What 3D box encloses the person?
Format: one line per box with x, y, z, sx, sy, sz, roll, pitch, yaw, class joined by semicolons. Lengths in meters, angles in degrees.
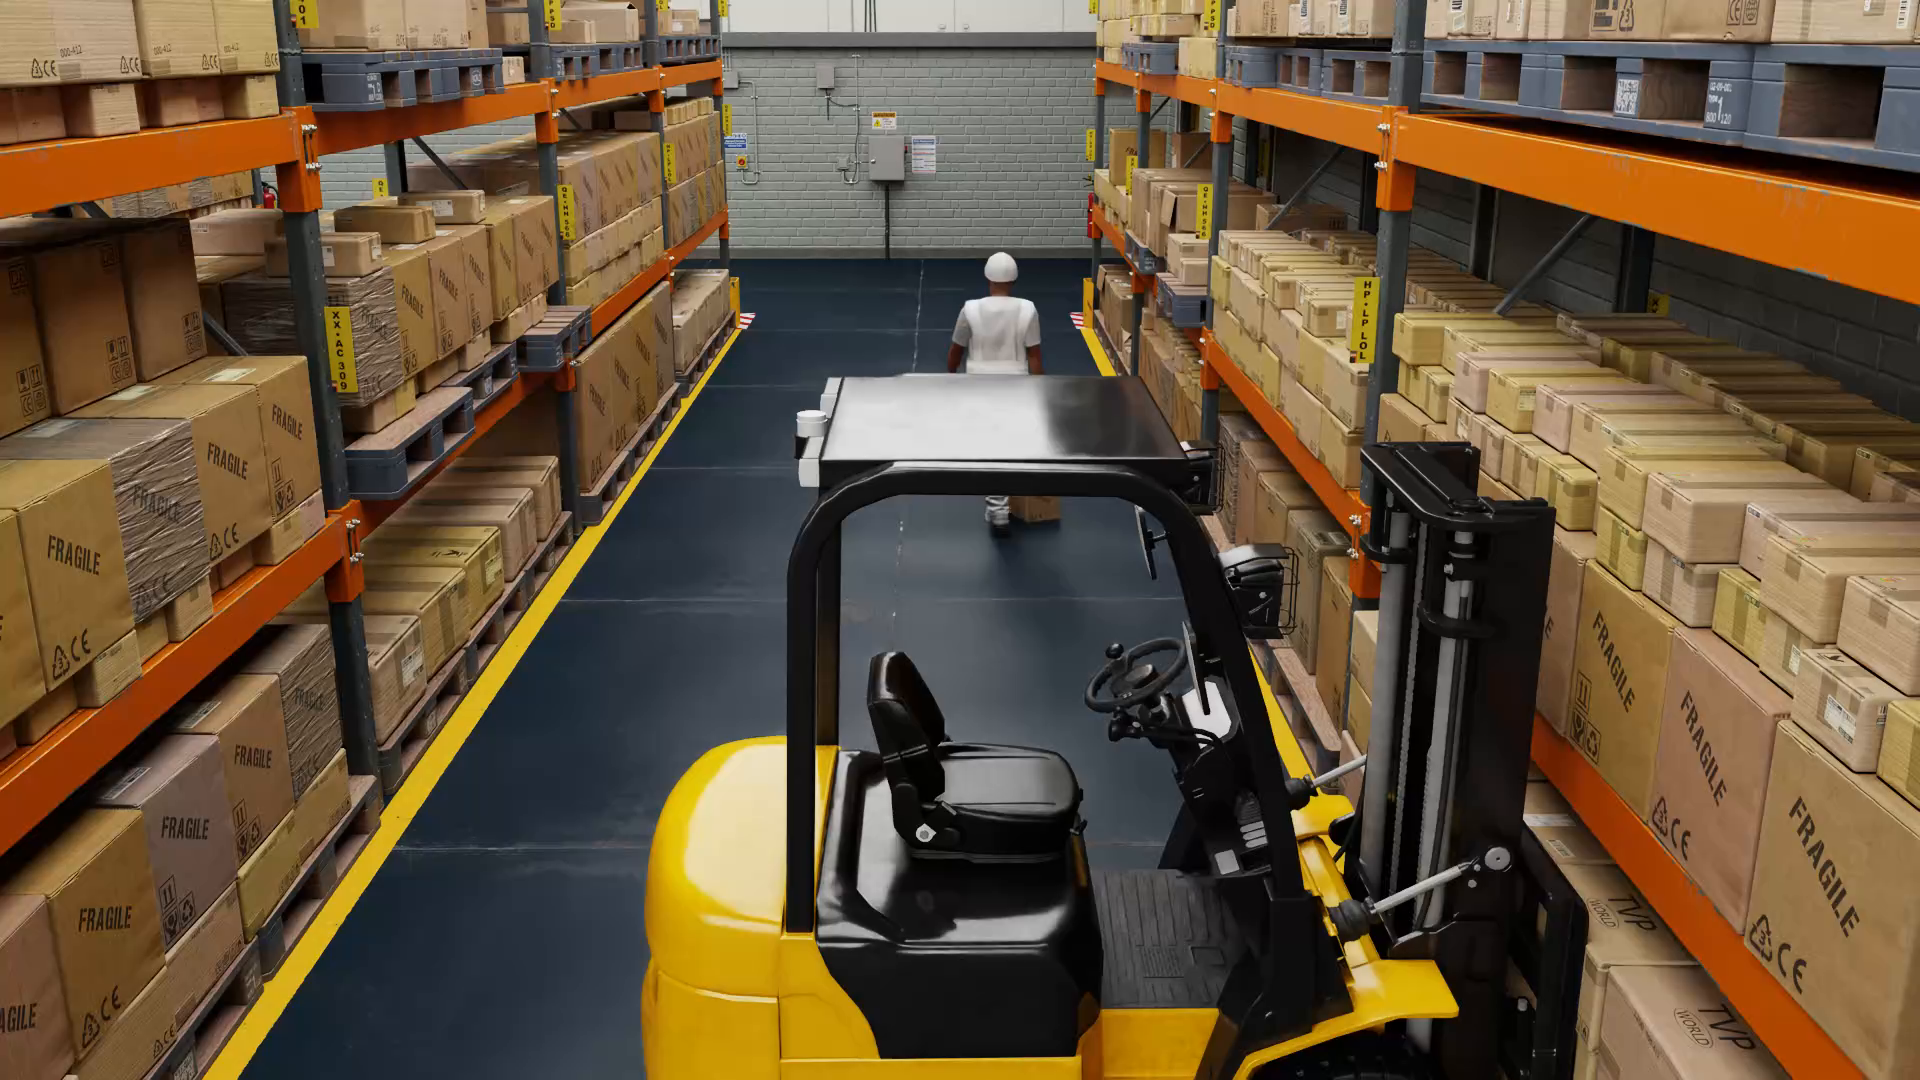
0.205;-1.010;10.826;0.589;1.734;1.061;-3;17;-11;person
